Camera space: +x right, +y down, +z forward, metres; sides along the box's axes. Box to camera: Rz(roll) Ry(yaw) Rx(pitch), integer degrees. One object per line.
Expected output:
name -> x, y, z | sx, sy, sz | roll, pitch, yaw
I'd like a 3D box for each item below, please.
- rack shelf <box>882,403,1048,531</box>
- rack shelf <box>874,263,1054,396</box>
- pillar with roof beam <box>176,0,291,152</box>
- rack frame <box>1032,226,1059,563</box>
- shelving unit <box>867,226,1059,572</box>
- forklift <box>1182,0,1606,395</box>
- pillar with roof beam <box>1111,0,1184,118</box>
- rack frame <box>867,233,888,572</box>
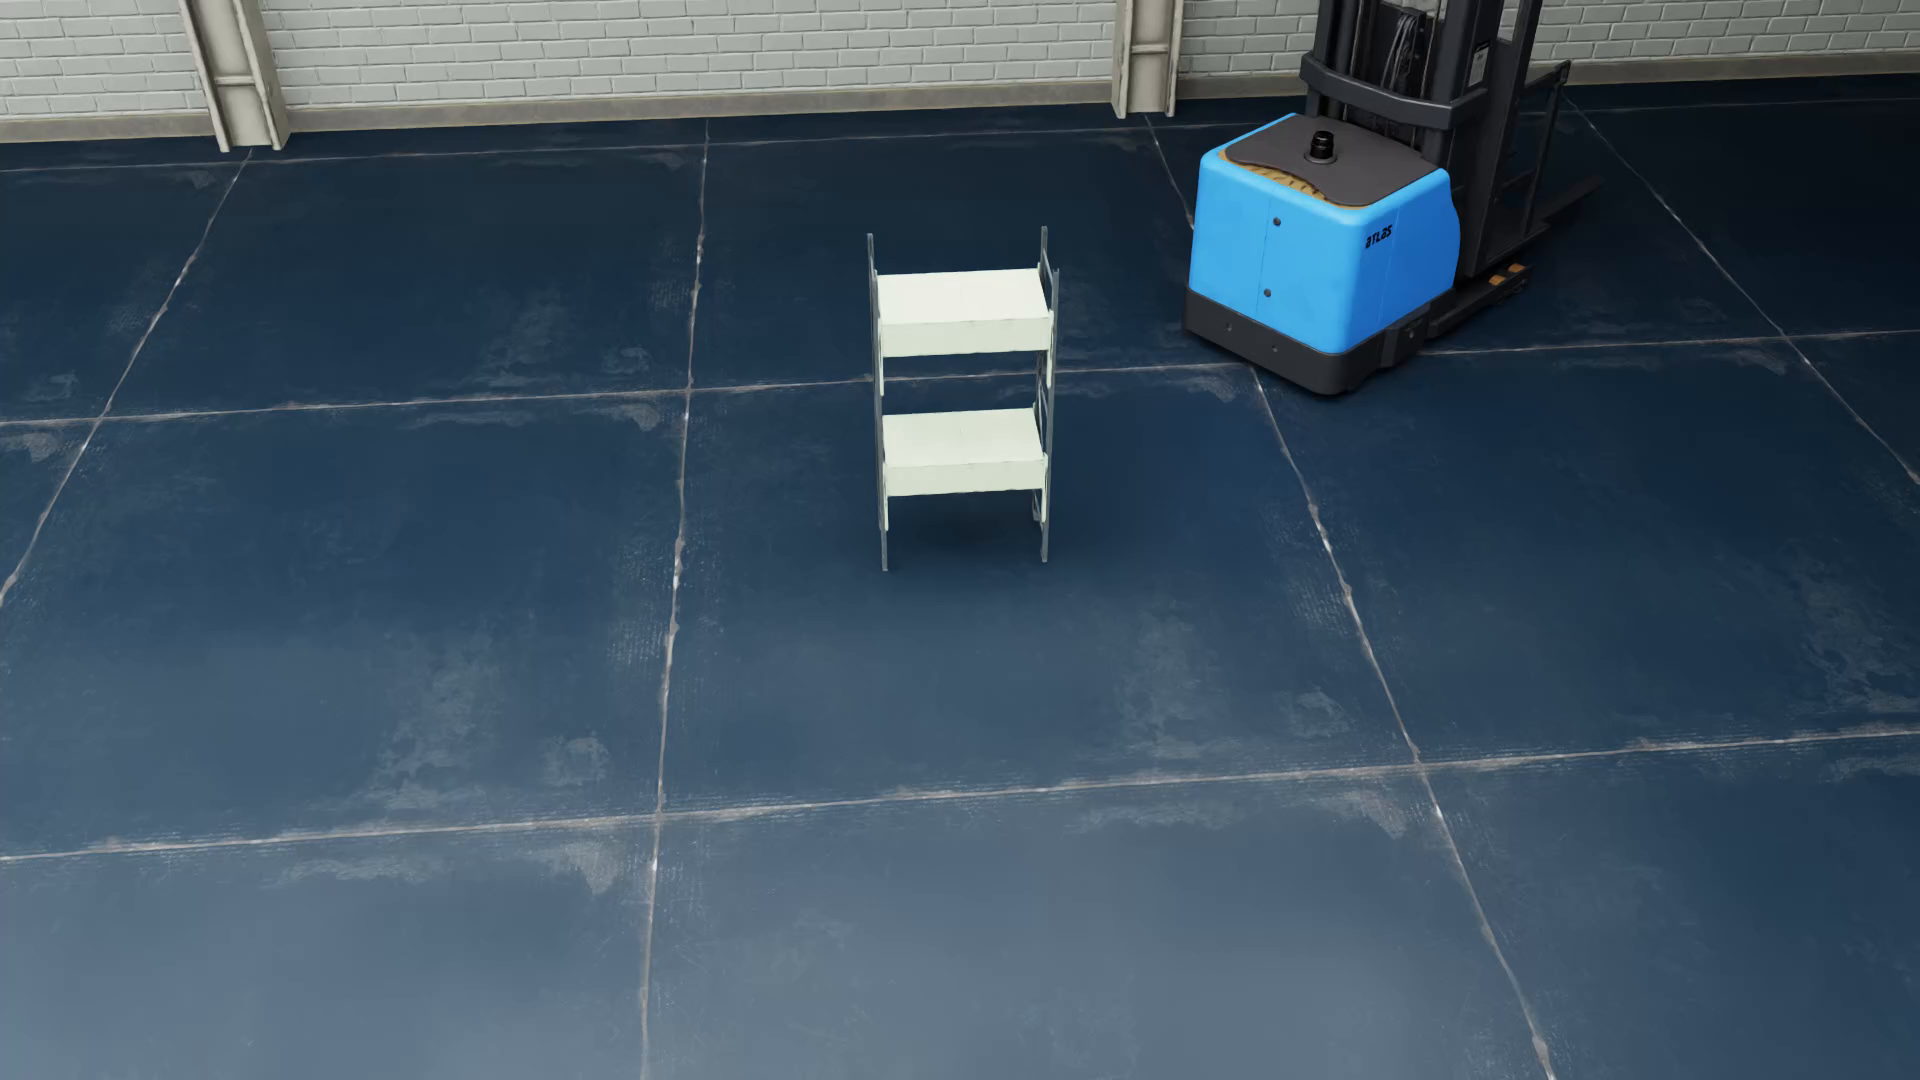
rack shelf -> 0.007, -0.333, 7.488 | 0.720, 0.370, 0.431 | -3, 38, -4
rack shelf -> 0.007, -0.896, 7.044 | 0.720, 0.370, 0.431 | -3, 38, -4
pillar with roof beam -> -4.328, -3.548, 4.982 | 0.400, 9.000, 9.100 | -3, 38, -4
rack frame -> 0.371, -0.609, 7.311 | 0.023, 1.500, 0.400 | -3, 38, -4
shelving unit -> 0.007, -0.589, 7.286 | 0.755, 1.500, 0.431 | -3, 38, -4
forklift -> 2.637, -2.696, 8.801 | 3.031, 2.935, 1.130 | -30, 47, -33
pillar with roof beam -> 1.648, -3.877, 5.399 | 0.400, 9.000, 9.100 | -3, 38, -4
rack frame -> -0.358, -0.569, 7.260 | 0.023, 1.500, 0.400 | -3, 38, -4
